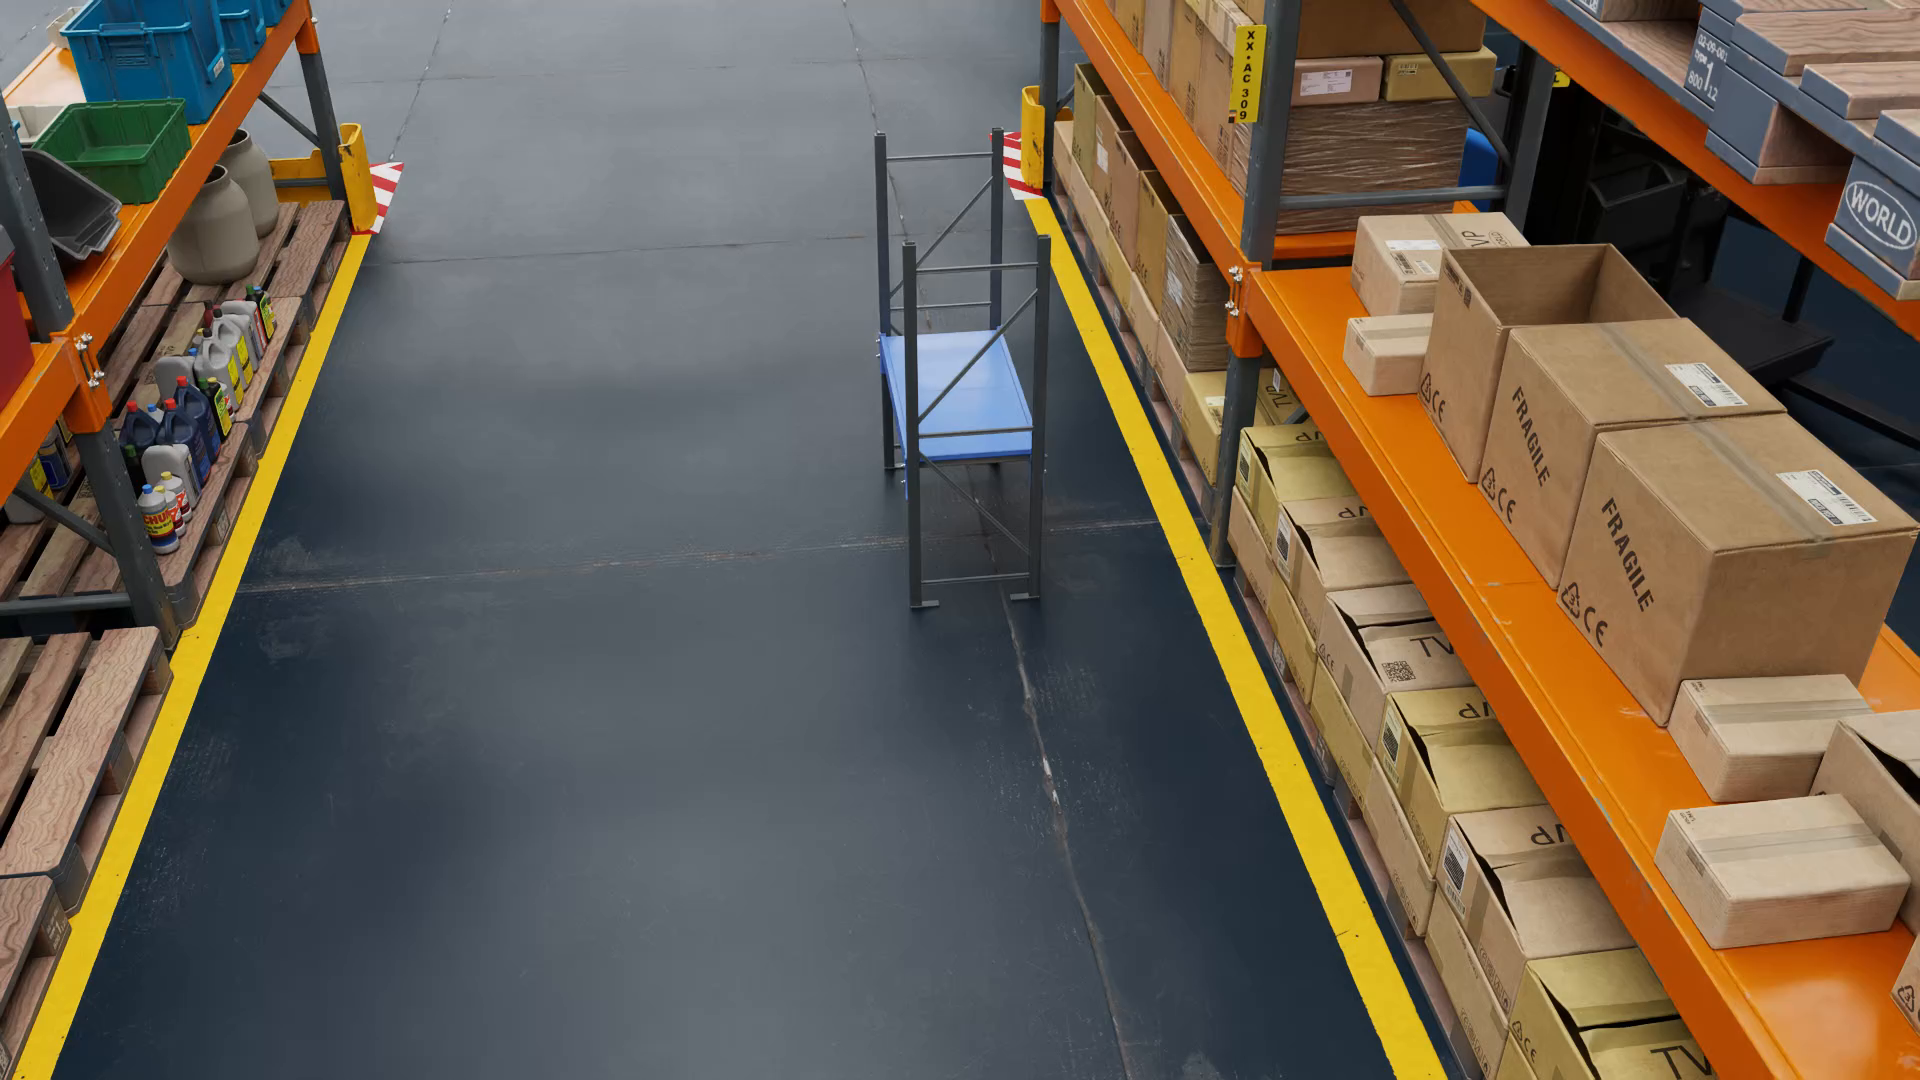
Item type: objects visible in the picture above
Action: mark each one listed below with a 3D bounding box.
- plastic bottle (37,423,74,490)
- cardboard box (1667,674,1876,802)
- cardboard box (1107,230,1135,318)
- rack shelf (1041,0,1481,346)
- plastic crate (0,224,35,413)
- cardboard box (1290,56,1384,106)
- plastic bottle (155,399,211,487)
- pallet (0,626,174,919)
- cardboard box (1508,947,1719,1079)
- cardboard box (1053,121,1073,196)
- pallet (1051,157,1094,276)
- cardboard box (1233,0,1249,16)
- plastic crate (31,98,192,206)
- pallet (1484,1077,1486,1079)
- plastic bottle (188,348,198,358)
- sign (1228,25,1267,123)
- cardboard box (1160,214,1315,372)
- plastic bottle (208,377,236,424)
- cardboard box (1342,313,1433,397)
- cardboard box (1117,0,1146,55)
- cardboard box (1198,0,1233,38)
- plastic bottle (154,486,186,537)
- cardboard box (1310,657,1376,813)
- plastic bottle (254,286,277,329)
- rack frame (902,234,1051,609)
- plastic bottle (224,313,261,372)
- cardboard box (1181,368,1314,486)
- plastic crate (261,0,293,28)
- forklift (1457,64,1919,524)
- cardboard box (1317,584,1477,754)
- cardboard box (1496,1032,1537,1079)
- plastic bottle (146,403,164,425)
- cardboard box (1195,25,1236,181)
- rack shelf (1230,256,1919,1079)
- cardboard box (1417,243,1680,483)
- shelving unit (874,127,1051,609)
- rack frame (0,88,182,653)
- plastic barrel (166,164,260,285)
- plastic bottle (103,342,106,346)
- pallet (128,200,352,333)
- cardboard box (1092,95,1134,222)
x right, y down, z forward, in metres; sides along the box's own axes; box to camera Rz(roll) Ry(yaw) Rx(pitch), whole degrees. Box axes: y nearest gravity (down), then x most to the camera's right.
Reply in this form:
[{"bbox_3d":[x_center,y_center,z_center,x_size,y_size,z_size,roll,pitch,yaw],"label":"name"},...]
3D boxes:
[{"bbox_3d":[-3.663,-0.347,6.623,0.152,0.276,0.135,-4,35,-6],"label":"plastic bottle"},{"bbox_3d":[1.811,0.435,3.671,0.380,0.149,0.250,-2,34,-3],"label":"cardboard box"},{"bbox_3d":[1.014,-1.310,8.077,0.500,0.250,0.500,-4,35,-6],"label":"cardboard box"},{"bbox_3d":[1.231,-2.012,7.678,1.077,0.370,4.000,-4,35,-6],"label":"rack shelf"},{"bbox_3d":[-3.040,-0.600,4.910,0.402,0.464,0.583,-4,35,-6],"label":"plastic crate"},{"bbox_3d":[1.251,-1.638,5.826,0.380,0.149,0.250,-4,35,-6],"label":"cardboard box"},{"bbox_3d":[-3.106,-0.389,6.619,0.144,0.351,0.185,-3,34,-5],"label":"plastic bottle"},{"bbox_3d":[-3.265,0.767,5.437,1.003,0.211,1.213,-4,35,-6],"label":"pallet"},{"bbox_3d":[1.647,1.207,3.887,0.500,0.311,0.500,-5,35,-7],"label":"cardboard box"},{"bbox_3d":[0.814,-2.147,9.305,0.500,0.250,0.500,-4,35,-6],"label":"cardboard box"},{"bbox_3d":[1.107,-1.850,9.277,1.003,0.211,1.213,-4,35,-6],"label":"pallet"},{"bbox_3d":[1.365,-2.300,6.220,0.700,0.500,0.500,-4,35,-6],"label":"cardboard box"},{"bbox_3d":[-3.311,-1.512,6.493,0.450,0.188,0.662,-4,35,-6],"label":"plastic crate"},{"bbox_3d":[1.966,1.729,4.026,1.003,0.211,1.213,-4,35,-6],"label":"pallet"},{"bbox_3d":[-3.327,-0.740,7.267,0.097,0.201,0.097,0,34,0],"label":"plastic bottle"},{"bbox_3d":[0.951,-1.541,5.509,0.100,0.325,0.005,-4,35,-6],"label":"sign"},{"bbox_3d":[1.166,-1.063,7.049,0.500,0.500,0.500,-4,35,-6],"label":"cardboard box"},{"bbox_3d":[-3.146,-0.593,7.050,0.097,0.201,0.097,0,34,0],"label":"plastic bottle"},{"bbox_3d":[1.417,-0.580,5.160,0.380,0.149,0.250,-4,35,-6],"label":"cardboard box"},{"bbox_3d":[1.149,-2.635,7.864,0.700,0.500,0.500,-4,34,-6],"label":"cardboard box"},{"bbox_3d":[1.146,-2.069,6.457,0.380,0.149,0.250,-4,35,-6],"label":"cardboard box"},{"bbox_3d":[-3.031,-0.113,6.347,0.097,0.201,0.097,0,34,0],"label":"plastic bottle"},{"bbox_3d":[1.449,0.587,5.293,0.500,0.250,0.500,-5,35,-8],"label":"cardboard box"},{"bbox_3d":[-3.265,-1.086,7.775,0.097,0.201,0.097,0,34,0],"label":"plastic bottle"},{"bbox_3d":[0.057,-0.384,5.981,0.500,1.500,0.032,-4,35,-6],"label":"rack frame"},{"bbox_3d":[-3.240,-0.897,7.430,0.152,0.276,0.135,-5,35,-8],"label":"plastic bottle"},{"bbox_3d":[1.221,-0.473,6.849,0.500,0.250,0.500,-4,35,-6],"label":"cardboard box"},{"bbox_3d":[-3.583,-2.734,8.231,0.499,0.251,0.616,-4,35,-6],"label":"plastic crate"},{"bbox_3d":[3.218,-1.892,6.924,1.130,2.935,3.031,-19,39,-26],"label":"forklift"},{"bbox_3d":[1.442,0.356,5.135,0.500,0.311,0.500,-5,35,-8],"label":"cardboard box"},{"bbox_3d":[1.653,1.439,4.044,0.500,0.250,0.500,-5,35,-7],"label":"cardboard box"},{"bbox_3d":[-3.245,-0.428,6.747,0.097,0.271,0.097,0,34,0],"label":"plastic bottle"},{"bbox_3d":[1.357,-1.776,6.603,0.700,0.500,0.500,-5,35,-7],"label":"cardboard box"},{"bbox_3d":[1.769,0.220,4.402,1.077,0.370,4.000,-4,35,-6],"label":"rack shelf"},{"bbox_3d":[1.658,-0.511,4.747,0.500,0.500,0.500,-2,34,-3],"label":"cardboard box"},{"bbox_3d":[-0.011,-0.667,6.397,0.538,1.500,1.048,-4,35,-6],"label":"shelving unit"},{"bbox_3d":[-3.409,-0.820,5.290,1.000,3.000,0.127,-4,35,-6],"label":"rack frame"},{"bbox_3d":[-3.715,-1.557,8.207,0.421,0.512,0.421,0,34,0],"label":"plastic barrel"},{"bbox_3d":[-3.998,-0.985,7.626,0.097,0.201,0.097,0,34,0],"label":"plastic bottle"},{"bbox_3d":[-3.786,-1.408,8.628,1.003,0.211,1.213,-4,35,-6],"label":"pallet"},{"bbox_3d":[0.963,-1.900,8.277,0.500,0.500,0.500,-4,35,-6],"label":"cardboard box"}]
